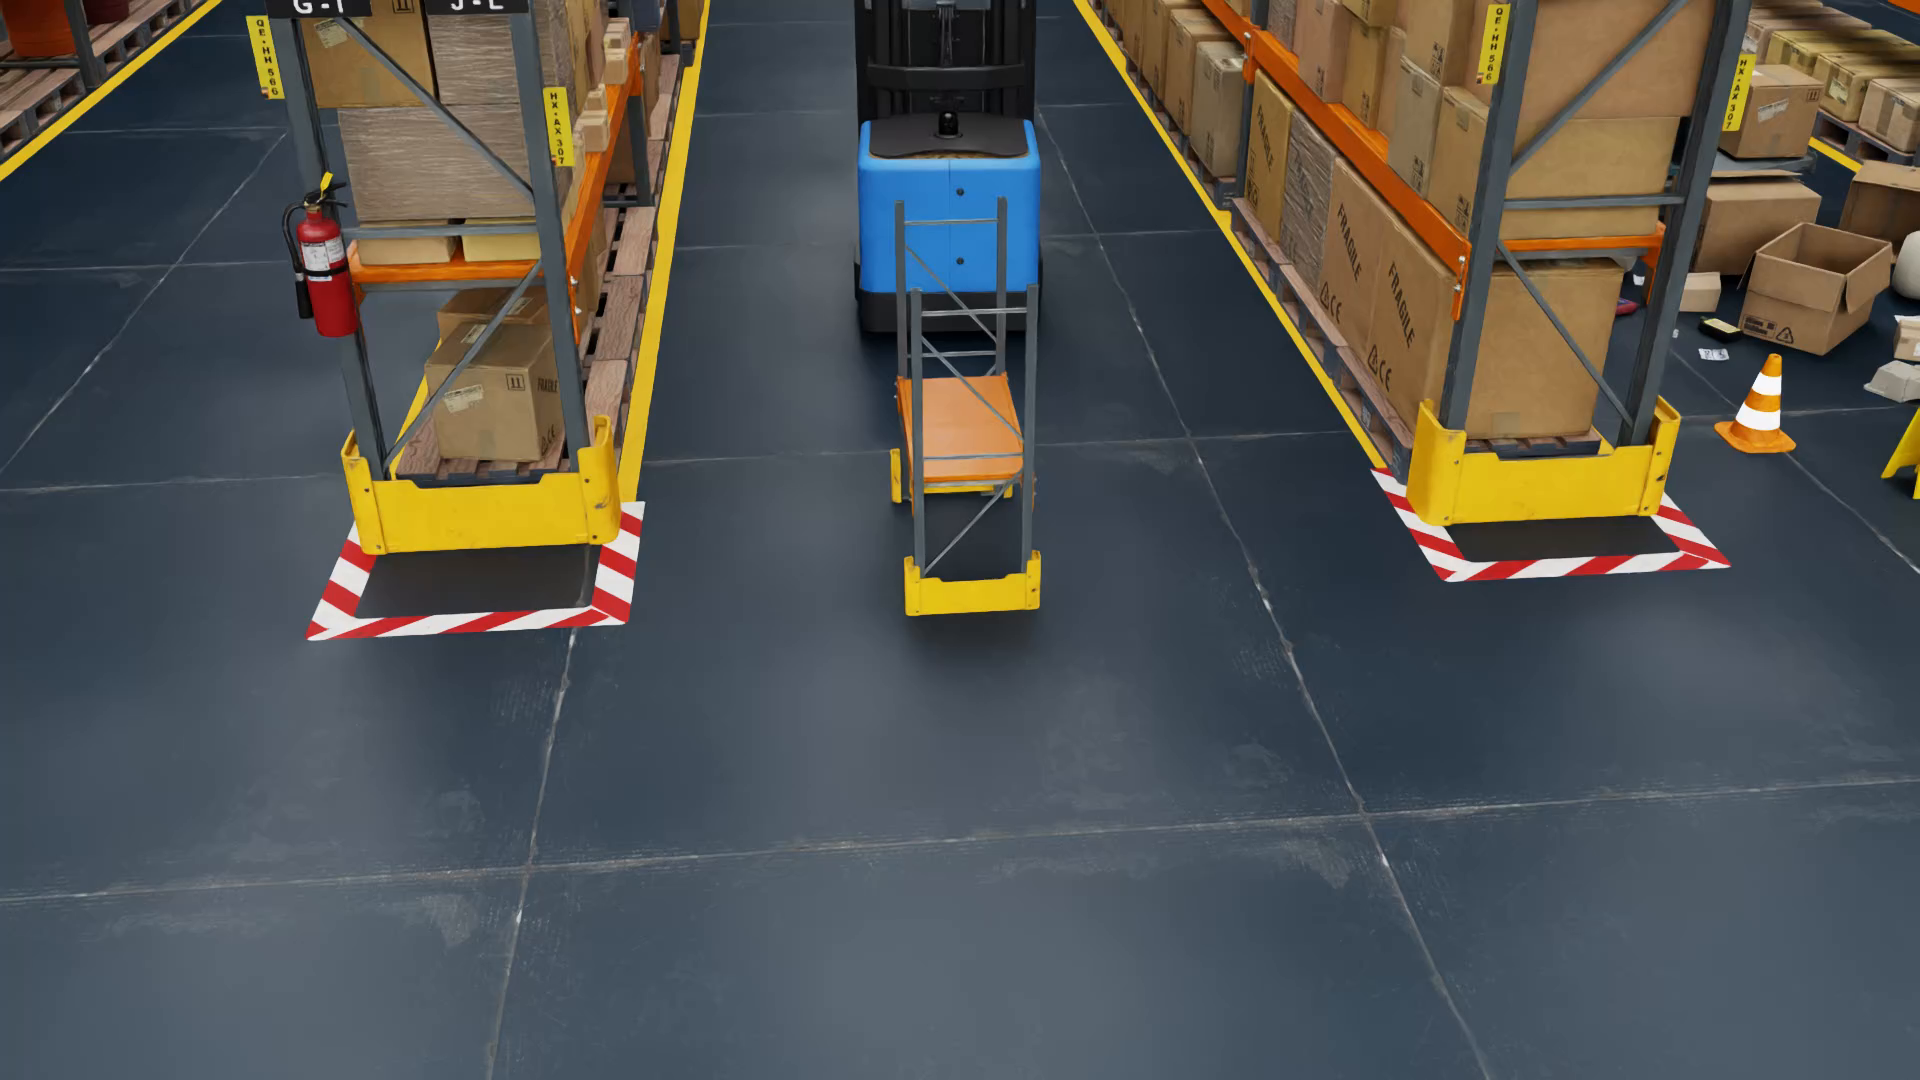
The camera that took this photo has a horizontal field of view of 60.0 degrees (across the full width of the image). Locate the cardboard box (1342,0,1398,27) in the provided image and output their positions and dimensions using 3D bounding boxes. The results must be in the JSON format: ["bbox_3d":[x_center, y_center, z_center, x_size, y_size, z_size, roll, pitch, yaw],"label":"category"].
[{"bbox_3d":[2.526,-3.032,8.702,0.875,0.550,0.500,-3,31,-5],"label":"cardboard box"}]

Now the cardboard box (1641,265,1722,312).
[{"bbox_3d":[4.382,-1.559,10.101,0.396,0.266,0.258,2,31,4],"label":"cardboard box"}]

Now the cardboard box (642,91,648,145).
[{"bbox_3d":[-2.622,-3.010,11.873,0.700,0.500,0.500,-3,31,-5],"label":"cardboard box"}]

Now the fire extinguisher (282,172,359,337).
[{"bbox_3d":[-2.634,-1.180,6.876,0.296,0.674,0.183,-3,31,-5],"label":"fire extinguisher"}]

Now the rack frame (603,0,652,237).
[{"bbox_3d":[-2.560,-3.336,10.410,1.000,3.000,0.127,-3,31,-5],"label":"rack frame"}]

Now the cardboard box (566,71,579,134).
[{"bbox_3d":[-2.380,-2.253,8.210,0.875,0.500,0.500,-3,31,-5],"label":"cardboard box"}]

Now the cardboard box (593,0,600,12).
[{"bbox_3d":[-2.107,-2.953,8.406,0.500,0.500,0.500,-3,31,-5],"label":"cardboard box"}]

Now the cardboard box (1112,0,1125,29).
[{"bbox_3d":[1.692,-4.995,15.215,0.500,0.500,0.500,-3,31,-5],"label":"cardboard box"}]

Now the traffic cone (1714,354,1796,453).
[{"bbox_3d":[4.126,-0.730,8.520,0.336,0.463,0.334,-3,31,-5],"label":"traffic cone"}]

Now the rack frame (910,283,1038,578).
[{"bbox_3d":[0.055,-0.341,6.858,0.500,1.500,0.032,-3,31,-5],"label":"rack frame"}]

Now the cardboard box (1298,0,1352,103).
[{"bbox_3d":[2.441,-2.837,9.429,0.875,0.550,0.550,-3,31,-5],"label":"cardboard box"}]

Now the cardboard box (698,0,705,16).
[{"bbox_3d":[-3.053,-5.455,15.620,1.225,0.875,0.875,-3,31,-4],"label":"cardboard box"}]

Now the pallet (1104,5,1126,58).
[{"bbox_3d":[1.942,-4.766,15.523,1.003,0.211,1.213,-3,31,-5],"label":"pallet"}]

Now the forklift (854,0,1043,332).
[{"bbox_3d":[-0.094,-3.181,10.217,1.130,2.935,3.031,-1,31,-1],"label":"forklift"}]

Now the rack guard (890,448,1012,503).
[{"bbox_3d":[-0.039,-0.323,8.046,0.587,0.250,0.087,-3,31,-5],"label":"rack guard"}]

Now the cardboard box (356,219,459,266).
[{"bbox_3d":[-2.418,-1.321,7.282,0.380,0.149,0.250,-3,31,-5],"label":"cardboard box"}]

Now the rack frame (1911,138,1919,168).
[{"bbox_3d":[7.307,-3.811,11.204,1.000,3.000,0.127,-3,31,-5],"label":"rack frame"}]

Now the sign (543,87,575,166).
[{"bbox_3d":[-1.646,-1.691,6.812,0.100,0.325,0.005,-3,31,-5],"label":"sign"}]

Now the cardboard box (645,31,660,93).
[{"bbox_3d":[-2.787,-3.870,13.313,0.700,0.500,0.500,-5,31,-9],"label":"cardboard box"}]

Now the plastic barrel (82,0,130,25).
[{"bbox_3d":[-8.033,-5.111,15.324,0.600,0.588,0.708,-3,31,-5],"label":"plastic barrel"}]

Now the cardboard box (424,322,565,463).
[{"bbox_3d":[-2.228,-0.720,8.059,0.500,0.500,0.500,3,31,5],"label":"cardboard box"}]

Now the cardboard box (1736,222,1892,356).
[{"bbox_3d":[4.996,-1.472,9.724,0.637,0.503,0.797,27,40,37],"label":"cardboard box"}]

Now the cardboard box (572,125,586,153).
[{"bbox_3d":[-2.099,-1.981,8.386,0.380,0.149,0.250,-3,31,-5],"label":"cardboard box"}]

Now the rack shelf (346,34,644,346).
[{"bbox_3d":[-2.373,-2.006,8.885,1.077,0.370,4.000,-3,31,-5],"label":"rack shelf"}]

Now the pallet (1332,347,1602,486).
[{"bbox_3d":[2.609,-0.687,8.694,1.003,0.211,1.213,-3,31,-5],"label":"pallet"}]

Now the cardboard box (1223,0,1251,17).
[{"bbox_3d":[2.073,-3.818,11.120,0.500,0.500,0.500,-3,31,-5],"label":"cardboard box"}]

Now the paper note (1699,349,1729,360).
[{"bbox_3d":[4.309,-1.065,9.505,0.144,0.017,0.142,8,32,13],"label":"paper note"}]

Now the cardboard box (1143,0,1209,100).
[{"bbox_3d":[2.066,-4.017,13.335,1.050,0.750,0.750,-2,31,-4],"label":"cardboard box"}]

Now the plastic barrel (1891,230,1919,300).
[{"bbox_3d":[5.980,-1.644,10.090,0.512,0.421,0.421,20,36,29],"label":"plastic barrel"}]

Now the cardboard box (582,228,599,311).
[{"bbox_3d":[-2.365,-1.632,9.584,0.500,0.500,0.500,-5,31,-9],"label":"cardboard box"}]

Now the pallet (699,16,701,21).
[{"bbox_3d":[-3.043,-5.208,16.264,1.003,0.211,1.213,-3,31,-5],"label":"pallet"}]

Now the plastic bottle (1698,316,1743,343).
[{"bbox_3d":[4.444,-1.244,9.773,0.133,0.061,0.283,-14,33,-22],"label":"plastic bottle"}]

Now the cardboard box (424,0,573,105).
[{"bbox_3d":[-1.966,-2.187,7.124,0.500,0.500,0.500,-3,31,-5],"label":"cardboard box"}]

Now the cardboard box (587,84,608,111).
[{"bbox_3d":[-2.122,-2.366,9.030,0.380,0.149,0.250,-3,31,-5],"label":"cardboard box"}]

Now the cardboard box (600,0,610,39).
[{"bbox_3d":[-2.580,-3.274,9.918,0.875,0.500,0.500,-3,31,-5],"label":"cardboard box"}]

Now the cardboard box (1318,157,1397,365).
[{"bbox_3d":[2.548,-1.540,9.065,0.875,0.875,0.875,-3,31,-5],"label":"cardboard box"}]

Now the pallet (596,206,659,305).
[{"bbox_3d":[-2.462,-1.797,10.553,1.003,0.211,1.213,-3,31,-5],"label":"pallet"}]

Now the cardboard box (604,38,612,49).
[{"bbox_3d":[-2.270,-2.874,9.881,0.380,0.149,0.250,-3,31,-5],"label":"cardboard box"}]

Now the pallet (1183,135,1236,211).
[{"bbox_3d":[2.241,-2.715,12.090,1.003,0.211,1.213,-3,31,-5],"label":"pallet"}]

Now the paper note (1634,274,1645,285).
[{"bbox_3d":[4.337,-1.638,10.470,0.172,0.023,0.155,8,32,13],"label":"paper note"}]

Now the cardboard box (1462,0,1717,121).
[{"bbox_3d":[2.765,-2.199,7.307,0.875,0.550,0.550,-3,31,-5],"label":"cardboard box"}]

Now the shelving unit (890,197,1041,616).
[{"bbox_3d":[0.007,-0.605,7.300,0.587,1.500,1.083,-3,31,-5],"label":"shelving unit"}]

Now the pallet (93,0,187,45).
[{"bbox_3d":[-8.091,-4.966,15.857,1.003,0.211,1.213,-3,31,-5],"label":"pallet"}]

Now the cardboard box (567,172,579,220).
[{"bbox_3d":[-1.988,-1.600,7.748,0.380,0.149,0.250,-3,31,-5],"label":"cardboard box"}]

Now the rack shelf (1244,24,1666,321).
[{"bbox_3d":[2.575,-2.192,9.196,1.077,0.370,4.000,-3,31,-5],"label":"rack shelf"}]

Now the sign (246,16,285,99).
[{"bbox_3d":[-2.741,-1.910,6.585,0.100,0.325,0.005,-3,31,-5],"label":"sign"}]

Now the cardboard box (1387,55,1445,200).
[{"bbox_3d":[2.609,-2.011,8.045,0.875,0.550,0.550,-3,31,-5],"label":"cardboard box"}]

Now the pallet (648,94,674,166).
[{"bbox_3d":[-2.751,-3.160,12.835,1.003,0.211,1.213,-3,31,-5],"label":"pallet"}]

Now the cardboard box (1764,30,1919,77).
[{"bbox_3d":[7.118,-3.852,13.427,0.950,0.372,0.625,-2,31,-3],"label":"cardboard box"}]
